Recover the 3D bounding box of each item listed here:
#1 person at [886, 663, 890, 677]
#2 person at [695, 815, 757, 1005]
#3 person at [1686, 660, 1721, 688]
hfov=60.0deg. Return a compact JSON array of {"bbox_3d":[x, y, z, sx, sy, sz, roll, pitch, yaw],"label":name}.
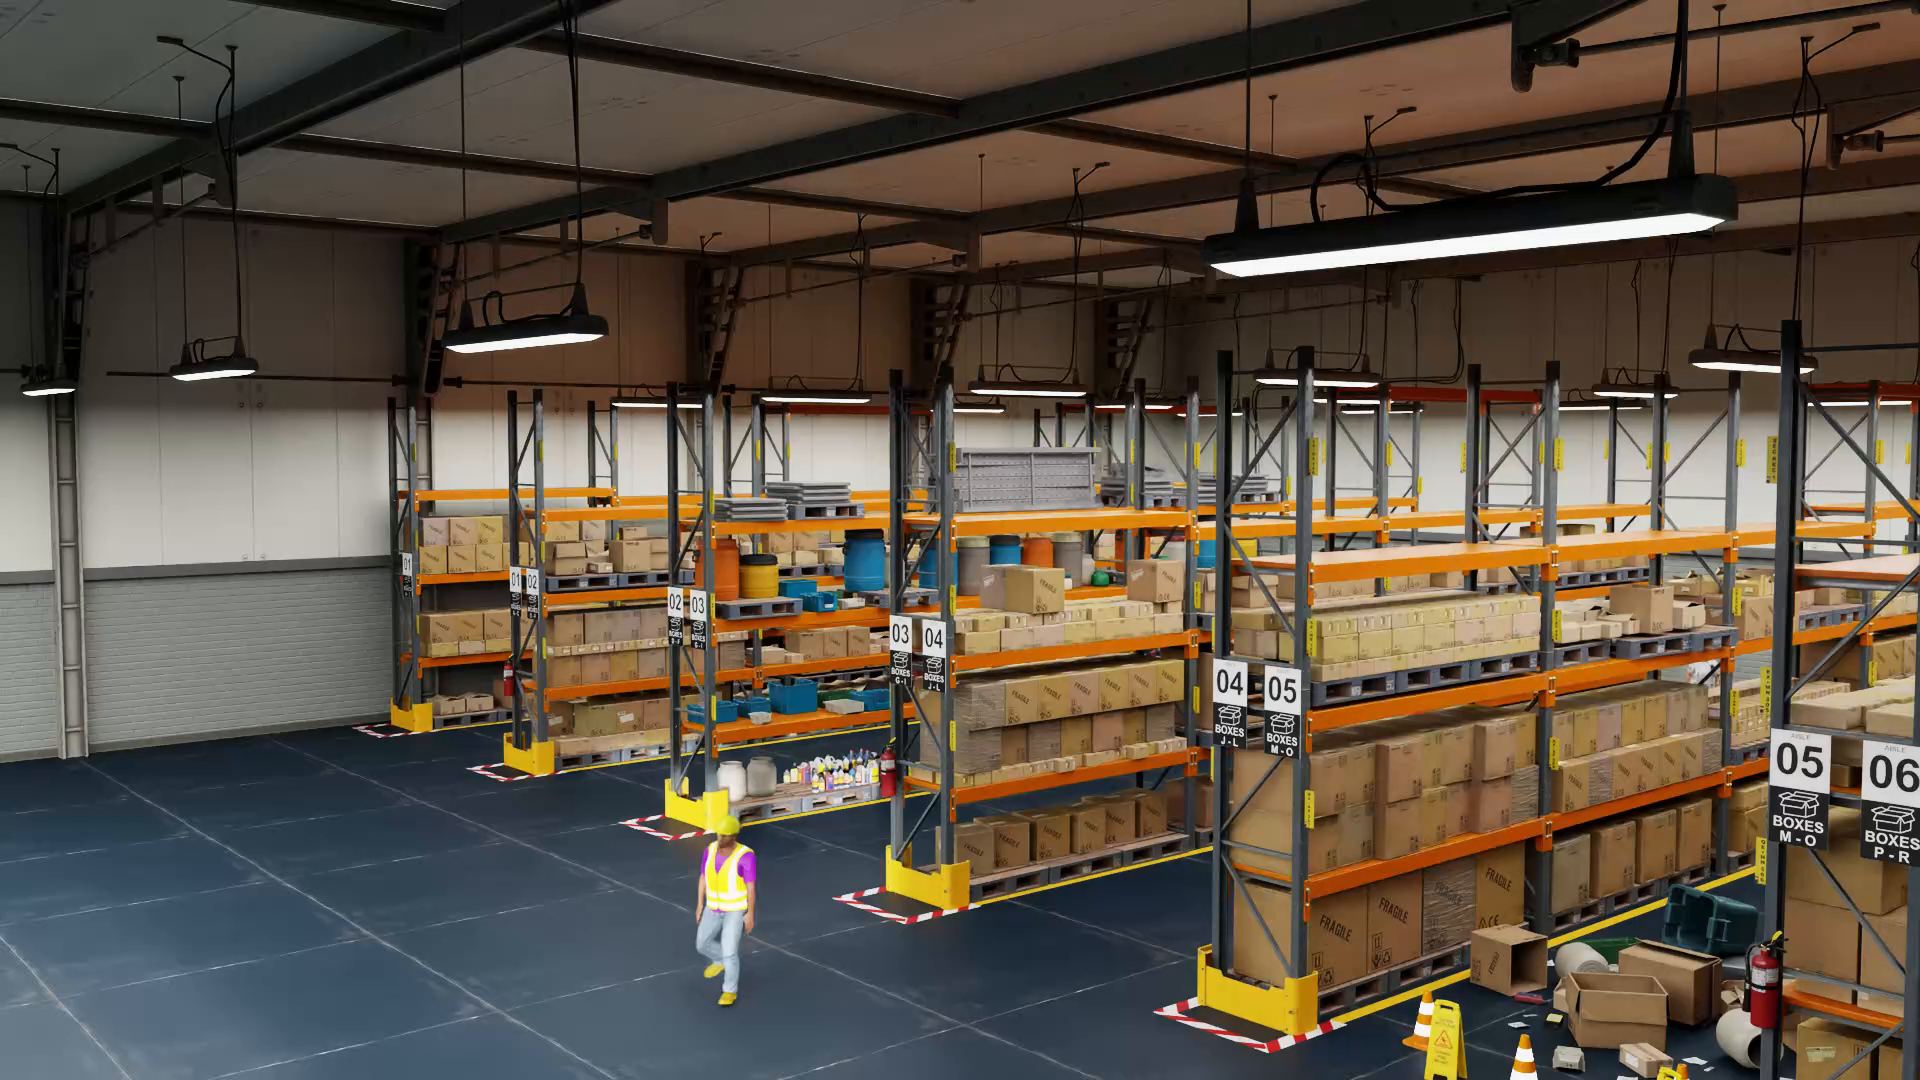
[{"bbox_3d":[-1.222,2.332,33.368,0.634,1.729,0.651,-3,5,-45],"label":"person"},{"bbox_3d":[-2.174,3.380,15.439,0.736,1.742,0.614,2,4,26],"label":"person"},{"bbox_3d":[13.099,2.654,29.257,0.598,1.622,0.763,1,3,13],"label":"person"}]
